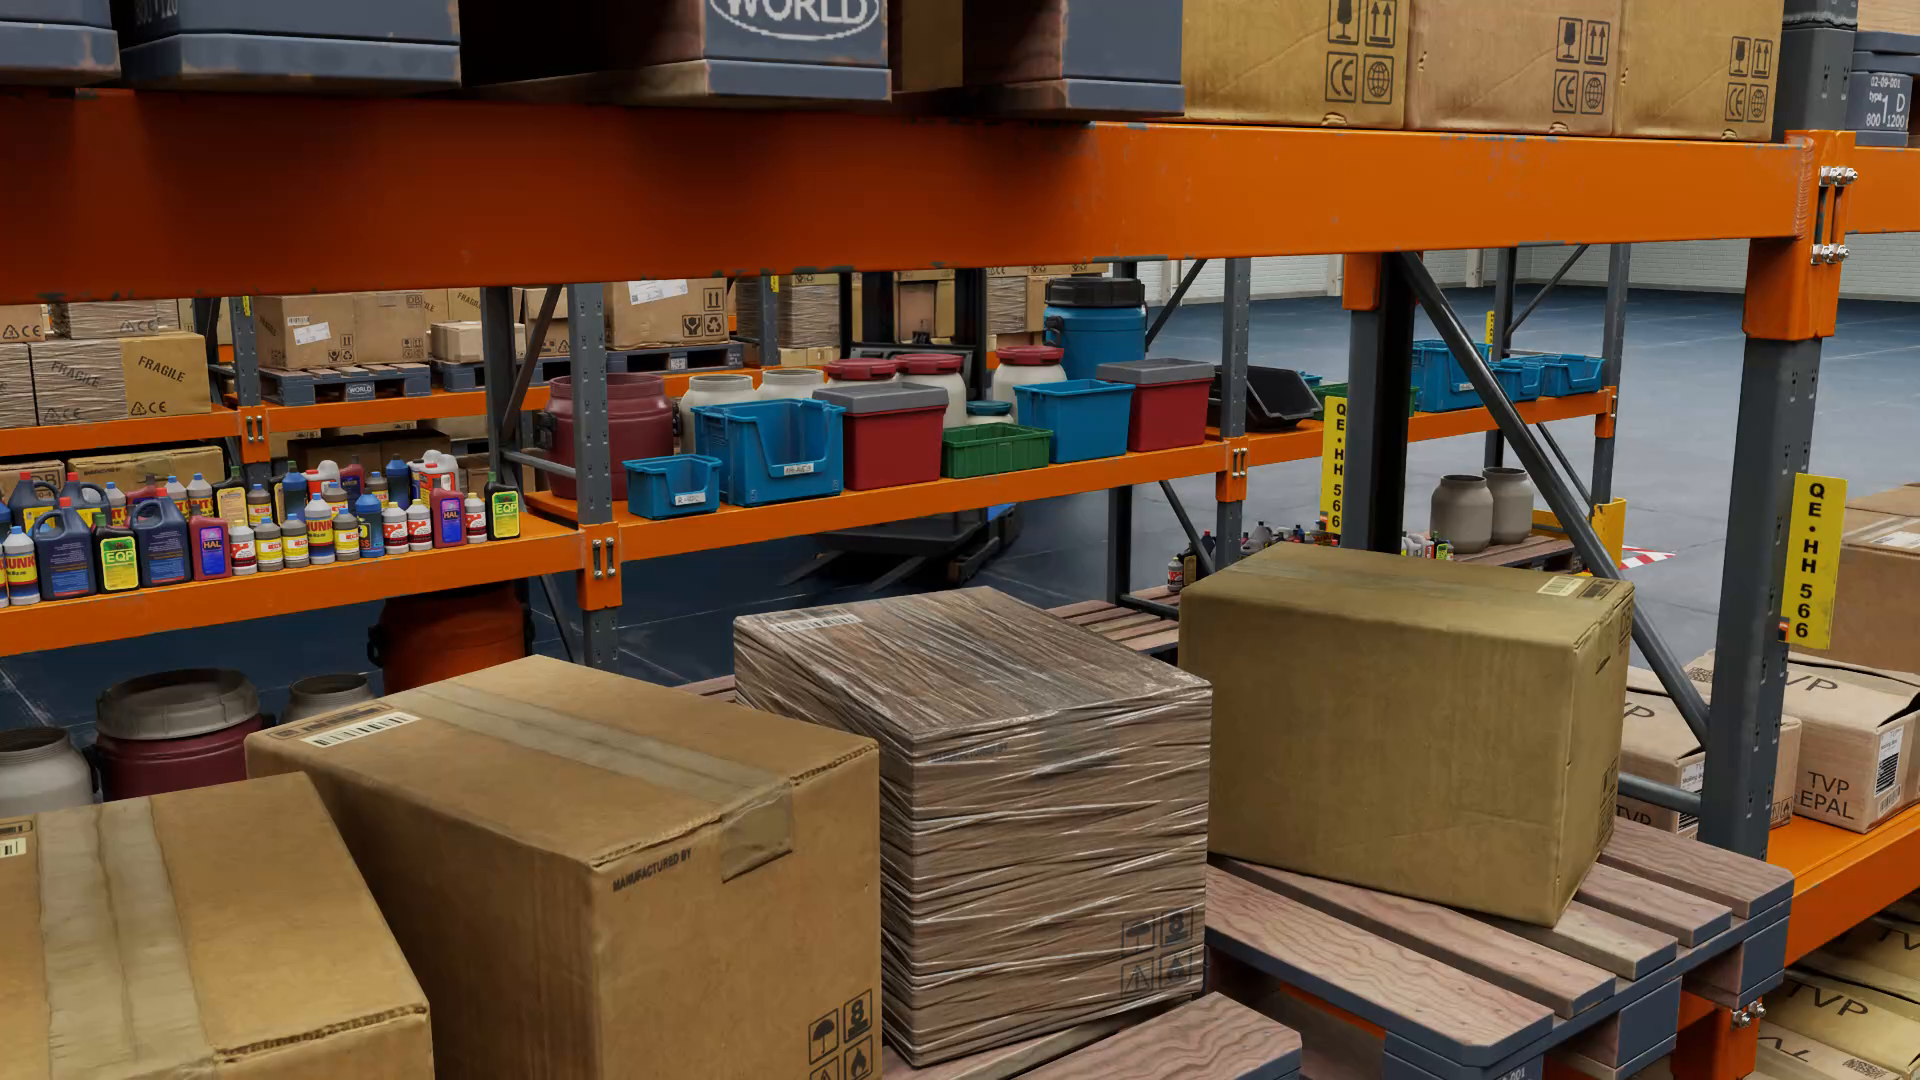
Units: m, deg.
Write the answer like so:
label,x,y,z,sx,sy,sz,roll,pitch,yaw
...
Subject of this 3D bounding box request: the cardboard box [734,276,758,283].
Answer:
label,x,y,z,sx,sy,sz,roll,pitch,yaw
cardboard box,-1.634,-2.432,13.994,0.500,0.500,0.500,-9,15,-38

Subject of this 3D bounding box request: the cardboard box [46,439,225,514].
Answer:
label,x,y,z,sx,sy,sz,roll,pitch,yaw
cardboard box,-5.489,-0.206,10.981,0.875,0.875,1.225,-10,16,-40

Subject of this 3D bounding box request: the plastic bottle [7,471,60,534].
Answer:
label,x,y,z,sx,sy,sz,roll,pitch,yaw
plastic bottle,-3.592,-0.095,6.472,0.185,0.351,0.144,-9,15,-38

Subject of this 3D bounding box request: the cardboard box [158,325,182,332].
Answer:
label,x,y,z,sx,sy,sz,roll,pitch,yaw
cardboard box,-5.486,-1.156,11.110,0.500,0.500,0.500,-9,15,-36

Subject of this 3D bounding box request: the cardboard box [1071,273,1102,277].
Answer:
label,x,y,z,sx,sy,sz,roll,pitch,yaw
cardboard box,0.864,-2.292,15.742,0.500,0.500,0.875,-9,15,-38

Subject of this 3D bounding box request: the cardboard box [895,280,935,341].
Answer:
label,x,y,z,sx,sy,sz,roll,pitch,yaw
cardboard box,-0.683,-2.028,14.502,0.500,0.500,0.875,-9,15,-38

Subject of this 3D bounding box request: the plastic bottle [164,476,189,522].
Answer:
label,x,y,z,sx,sy,sz,roll,pitch,yaw
plastic bottle,-3.212,-0.125,6.808,0.097,0.271,0.097,0,12,0

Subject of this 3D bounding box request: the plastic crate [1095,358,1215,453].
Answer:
label,x,y,z,sx,sy,sz,roll,pitch,yaw
plastic crate,1.094,-0.760,9.335,0.583,0.464,0.402,-9,15,-38

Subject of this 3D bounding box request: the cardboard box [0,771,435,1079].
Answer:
label,x,y,z,sx,sy,sz,roll,pitch,yaw
cardboard box,-0.867,0.621,1.730,0.500,0.500,0.700,-7,14,-29

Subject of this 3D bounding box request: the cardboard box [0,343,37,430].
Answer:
label,x,y,z,sx,sy,sz,roll,pitch,yaw
cardboard box,-5.964,-0.939,10.089,0.500,0.500,0.500,-10,16,-39

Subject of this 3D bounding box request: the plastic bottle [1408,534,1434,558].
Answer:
label,x,y,z,sx,sy,sz,roll,pitch,yaw
plastic bottle,3.030,0.094,10.962,0.135,0.276,0.152,-9,15,-37

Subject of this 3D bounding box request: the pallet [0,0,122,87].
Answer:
label,x,y,z,sx,sy,sz,roll,pitch,yaw
pallet,-1.321,-0.448,1.249,1.003,0.211,1.213,-9,15,-38

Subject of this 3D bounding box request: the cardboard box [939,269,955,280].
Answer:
label,x,y,z,sx,sy,sz,roll,pitch,yaw
cardboard box,-0.139,-2.542,14.516,0.500,0.500,0.500,-9,15,-38

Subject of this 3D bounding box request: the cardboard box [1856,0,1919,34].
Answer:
label,x,y,z,sx,sy,sz,roll,pitch,yaw
cardboard box,1.966,-1.257,3.956,0.500,0.250,0.500,-9,15,-36

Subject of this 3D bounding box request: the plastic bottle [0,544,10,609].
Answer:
label,x,y,z,sx,sy,sz,roll,pitch,yaw
plastic bottle,-3.355,0.100,5.745,0.097,0.271,0.097,0,12,0

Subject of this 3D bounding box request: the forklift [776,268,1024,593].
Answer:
label,x,y,z,sx,sy,sz,roll,pitch,yaw
forklift,-0.418,-1.208,11.760,1.130,2.935,3.031,4,13,17

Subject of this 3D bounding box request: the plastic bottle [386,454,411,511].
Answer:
label,x,y,z,sx,sy,sz,roll,pitch,yaw
plastic bottle,-2.490,-0.245,7.372,0.097,0.271,0.097,0,12,0

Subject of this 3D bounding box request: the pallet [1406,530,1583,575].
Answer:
label,x,y,z,sx,sy,sz,roll,pitch,yaw
pallet,3.737,0.125,12.030,1.213,0.211,1.003,-9,15,-38

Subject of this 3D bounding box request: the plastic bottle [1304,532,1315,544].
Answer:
label,x,y,z,sx,sy,sz,roll,pitch,yaw
plastic bottle,2.371,0.048,11.359,0.097,0.201,0.097,0,12,0

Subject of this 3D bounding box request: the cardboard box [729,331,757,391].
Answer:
label,x,y,z,sx,sy,sz,roll,pitch,yaw
cardboard box,-2.883,-1.934,19.122,0.875,0.875,0.875,-10,15,-39

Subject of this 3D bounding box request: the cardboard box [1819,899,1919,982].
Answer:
label,x,y,z,sx,sy,sz,roll,pitch,yaw
cardboard box,2.646,1.191,4.558,0.500,0.311,0.500,-10,16,-39

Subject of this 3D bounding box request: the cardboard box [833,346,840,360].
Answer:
label,x,y,z,sx,sy,sz,roll,pitch,yaw
cardboard box,-1.076,-1.568,13.899,0.250,0.149,0.380,-9,15,-38

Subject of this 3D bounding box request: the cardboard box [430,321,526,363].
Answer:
label,x,y,z,sx,sy,sz,roll,pitch,yaw
cardboard box,-3.484,-1.438,12.030,0.500,0.250,0.500,-10,16,-39

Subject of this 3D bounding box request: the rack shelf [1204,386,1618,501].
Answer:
label,x,y,z,sx,sy,sz,roll,pitch,yaw
rack shelf,2.843,-0.749,11.168,4.000,0.370,1.077,-9,15,-38

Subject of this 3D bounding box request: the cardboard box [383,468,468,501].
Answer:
label,x,y,z,sx,sy,sz,roll,pitch,yaw
cardboard box,-4.001,-0.283,12.197,0.500,0.500,0.700,-11,16,-42

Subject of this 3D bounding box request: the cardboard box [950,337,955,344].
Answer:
label,x,y,z,sx,sy,sz,roll,pitch,yaw
cardboard box,-0.128,-1.738,14.696,0.250,0.149,0.380,-9,15,-38

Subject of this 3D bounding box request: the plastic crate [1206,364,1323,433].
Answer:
label,x,y,z,sx,sy,sz,roll,pitch,yaw
plastic crate,1.769,-0.859,10.100,0.504,0.338,0.767,-9,15,-38

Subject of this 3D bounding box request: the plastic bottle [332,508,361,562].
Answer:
label,x,y,z,sx,sy,sz,roll,pitch,yaw
plastic bottle,-2.402,-0.024,6.498,0.097,0.201,0.097,0,12,0

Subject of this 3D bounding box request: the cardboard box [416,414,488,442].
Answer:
label,x,y,z,sx,sy,sz,roll,pitch,yaw
cardboard box,-5.261,-1.472,17.246,0.750,0.750,1.050,-10,15,-38

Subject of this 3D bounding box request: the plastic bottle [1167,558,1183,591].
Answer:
label,x,y,z,sx,sy,sz,roll,pitch,yaw
plastic bottle,1.370,0.214,10.576,0.097,0.201,0.097,0,12,0

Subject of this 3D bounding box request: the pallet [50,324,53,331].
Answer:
label,x,y,z,sx,sy,sz,roll,pitch,yaw
pallet,-8.446,-1.740,14.563,1.003,0.211,1.213,-9,15,-38

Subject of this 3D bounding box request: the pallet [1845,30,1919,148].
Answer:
label,x,y,z,sx,sy,sz,roll,pitch,yaw
pallet,1.723,-0.996,3.832,1.003,0.211,1.213,-9,15,-35

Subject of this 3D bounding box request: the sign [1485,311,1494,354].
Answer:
label,x,y,z,sx,sy,sz,roll,pitch,yaw
sign,4.064,-1.586,12.709,0.005,0.325,0.100,-9,15,-38

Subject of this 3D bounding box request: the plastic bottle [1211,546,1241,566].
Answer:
label,x,y,z,sx,sy,sz,roll,pitch,yaw
plastic bottle,1.694,0.132,10.604,0.185,0.351,0.144,-9,15,-38

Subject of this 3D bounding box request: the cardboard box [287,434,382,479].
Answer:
label,x,y,z,sx,sy,sz,roll,pitch,yaw
cardboard box,-4.432,-0.577,11.778,0.500,0.250,0.500,-9,15,-35

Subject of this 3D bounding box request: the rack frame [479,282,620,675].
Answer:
label,x,y,z,sx,sy,sz,roll,pitch,yaw
rack frame,-1.843,-0.323,7.427,0.127,3.000,1.000,-9,15,-38

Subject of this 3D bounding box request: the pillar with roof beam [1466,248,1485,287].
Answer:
label,x,y,z,sx,sy,sz,roll,pitch,yaw
pillar with roof beam,17.024,-10.761,42.141,0.548,9.000,9.100,-9,15,-38

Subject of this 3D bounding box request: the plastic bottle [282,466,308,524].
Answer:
label,x,y,z,sx,sy,sz,roll,pitch,yaw
plastic bottle,-2.813,-0.175,7.043,0.097,0.271,0.097,0,12,0

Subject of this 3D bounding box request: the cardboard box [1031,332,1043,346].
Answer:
label,x,y,z,sx,sy,sz,roll,pitch,yaw
cardboard box,0.653,-1.868,15.307,0.250,0.149,0.380,-9,15,-38

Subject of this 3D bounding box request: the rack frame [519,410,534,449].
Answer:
label,x,y,z,sx,sy,sz,roll,pitch,yaw
rack frame,-4.833,-2.463,17.504,0.127,3.000,1.000,-9,15,-38

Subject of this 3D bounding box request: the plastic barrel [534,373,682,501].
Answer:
label,x,y,z,sx,sy,sz,roll,pitch,yaw
plastic barrel,-1.669,-0.499,7.927,0.708,0.536,0.600,-9,15,-38

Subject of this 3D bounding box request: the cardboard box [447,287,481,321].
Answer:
label,x,y,z,sx,sy,sz,roll,pitch,yaw
cardboard box,-5.073,-2.400,16.971,0.500,0.500,0.500,-10,15,-38

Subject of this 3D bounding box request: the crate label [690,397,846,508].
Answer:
label,x,y,z,sx,sy,sz,roll,pitch,yaw
crate label,-0.898,-0.425,7.823,0.616,0.435,0.502,-9,15,-38

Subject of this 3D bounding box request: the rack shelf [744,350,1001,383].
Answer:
label,x,y,z,sx,sy,sz,roll,pitch,yaw
rack shelf,-0.252,-1.553,14.951,4.000,0.370,1.077,-9,15,-38

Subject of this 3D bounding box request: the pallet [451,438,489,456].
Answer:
label,x,y,z,sx,sy,sz,roll,pitch,yaw
pallet,-5.388,-0.986,17.265,1.213,0.211,1.003,-9,15,-38

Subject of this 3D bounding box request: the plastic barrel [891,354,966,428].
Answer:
label,x,y,z,sx,sy,sz,roll,pitch,yaw
plastic barrel,-0.176,-0.724,8.991,0.433,0.535,0.433,0,12,0

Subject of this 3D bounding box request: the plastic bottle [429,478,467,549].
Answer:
label,x,y,z,sx,sy,sz,roll,pitch,yaw
plastic bottle,-2.072,-0.114,6.725,0.133,0.283,0.061,-9,15,-38

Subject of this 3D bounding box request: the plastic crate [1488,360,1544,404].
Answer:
label,x,y,z,sx,sy,sz,roll,pitch,yaw
plastic crate,3.690,-1.091,11.404,0.408,0.251,0.499,-9,15,-38

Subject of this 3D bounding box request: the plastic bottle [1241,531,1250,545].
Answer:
label,x,y,z,sx,sy,sz,roll,pitch,yaw
plastic bottle,1.855,0.089,10.970,0.133,0.283,0.061,-8,14,-34

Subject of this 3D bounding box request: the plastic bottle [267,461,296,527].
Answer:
label,x,y,z,sx,sy,sz,roll,pitch,yaw
plastic bottle,-2.877,-0.192,7.091,0.133,0.283,0.061,-9,15,-38

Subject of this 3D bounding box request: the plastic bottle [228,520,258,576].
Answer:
label,x,y,z,sx,sy,sz,roll,pitch,yaw
plastic bottle,-2.706,0.027,6.260,0.097,0.201,0.097,0,12,0

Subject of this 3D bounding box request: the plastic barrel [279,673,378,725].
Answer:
label,x,y,z,sx,sy,sz,roll,pitch,yaw
plastic barrel,-2.599,0.843,6.916,0.421,0.512,0.421,0,12,0

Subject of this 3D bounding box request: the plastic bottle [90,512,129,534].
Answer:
label,x,y,z,sx,sy,sz,roll,pitch,yaw
plastic bottle,-3.071,0.036,6.019,0.133,0.283,0.061,-9,15,-38

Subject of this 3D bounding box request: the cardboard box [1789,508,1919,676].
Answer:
label,x,y,z,sx,sy,sz,roll,pitch,yaw
cardboard box,2.549,0.212,4.668,0.500,0.500,0.500,-11,16,-41

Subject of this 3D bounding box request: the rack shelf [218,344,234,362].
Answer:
label,x,y,z,sx,sy,sz,roll,pitch,yaw
rack shelf,-6.395,-1.851,16.357,4.000,0.370,1.077,-9,15,-38
